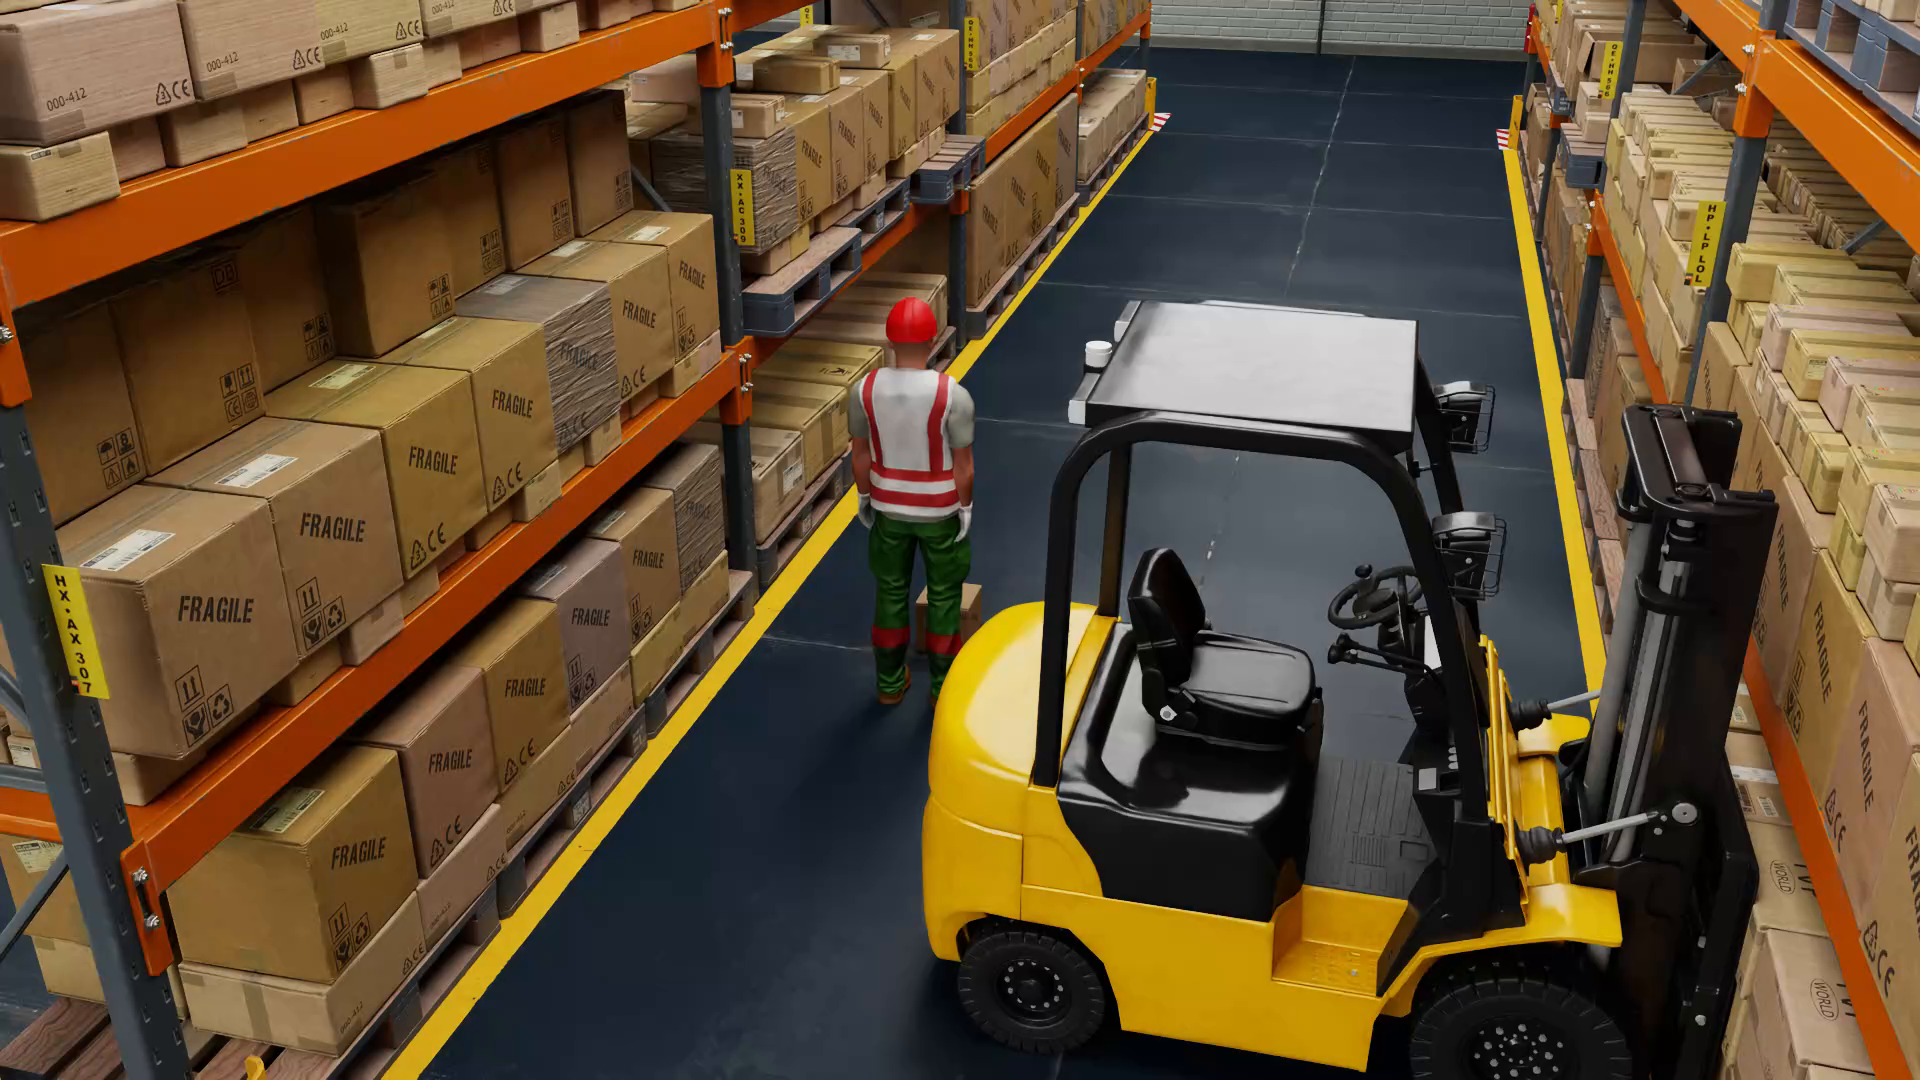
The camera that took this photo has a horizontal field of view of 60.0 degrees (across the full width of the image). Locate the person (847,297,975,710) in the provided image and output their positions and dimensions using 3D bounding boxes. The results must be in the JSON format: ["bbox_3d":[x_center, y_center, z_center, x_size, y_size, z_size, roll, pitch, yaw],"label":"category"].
[{"bbox_3d":[-0.186,-0.136,6.873,0.526,1.783,0.340,6,26,13],"label":"person"}]
